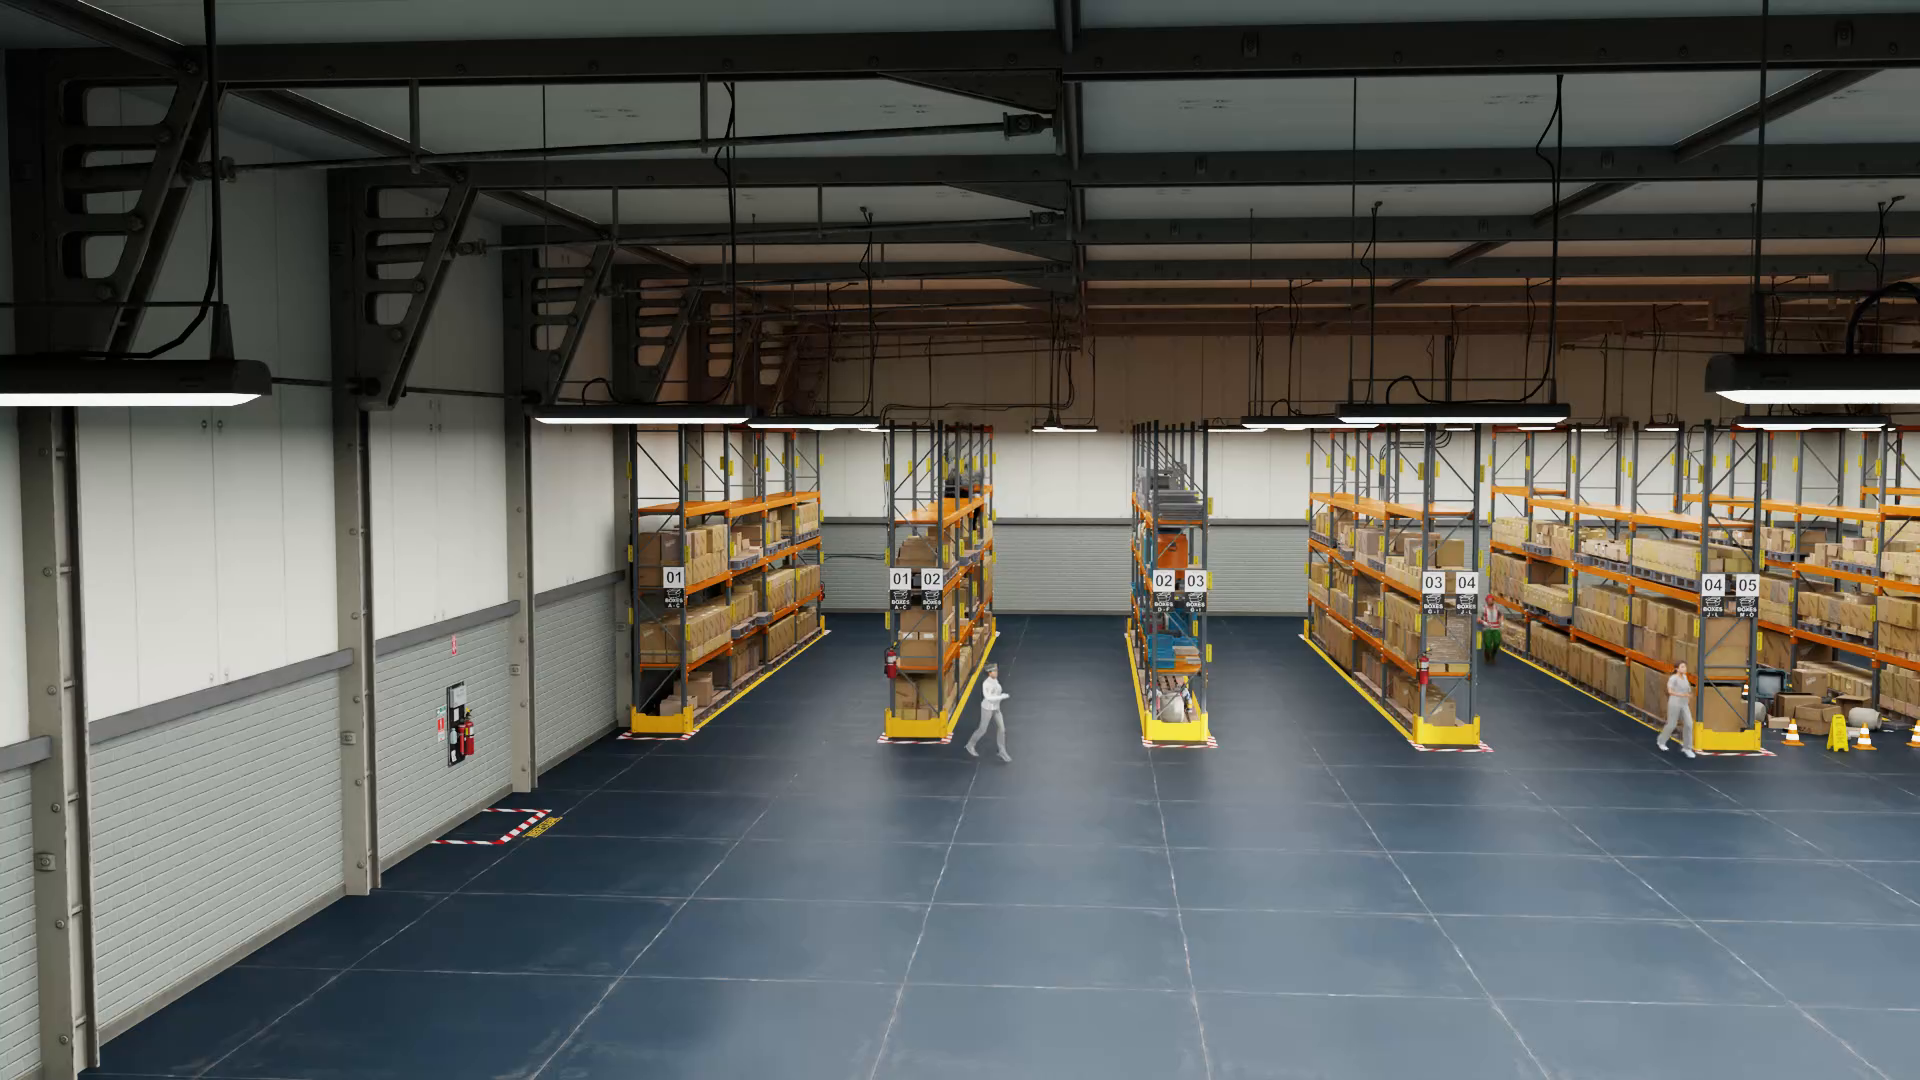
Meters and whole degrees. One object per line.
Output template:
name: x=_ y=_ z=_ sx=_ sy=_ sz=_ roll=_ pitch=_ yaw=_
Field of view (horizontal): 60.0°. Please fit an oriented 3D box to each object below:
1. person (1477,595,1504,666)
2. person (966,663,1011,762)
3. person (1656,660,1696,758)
person: x=13.171 y=2.237 z=41.206 sx=0.672 sy=1.756 sz=0.666 roll=1 pitch=4 yaw=8
person: x=0.506 y=3.009 z=29.233 sx=0.875 sy=1.722 sz=0.588 roll=2 pitch=4 yaw=32
person: x=12.843 y=3.005 z=29.774 sx=0.584 sy=1.727 sz=0.779 roll=-2 pitch=4 yaw=-23
